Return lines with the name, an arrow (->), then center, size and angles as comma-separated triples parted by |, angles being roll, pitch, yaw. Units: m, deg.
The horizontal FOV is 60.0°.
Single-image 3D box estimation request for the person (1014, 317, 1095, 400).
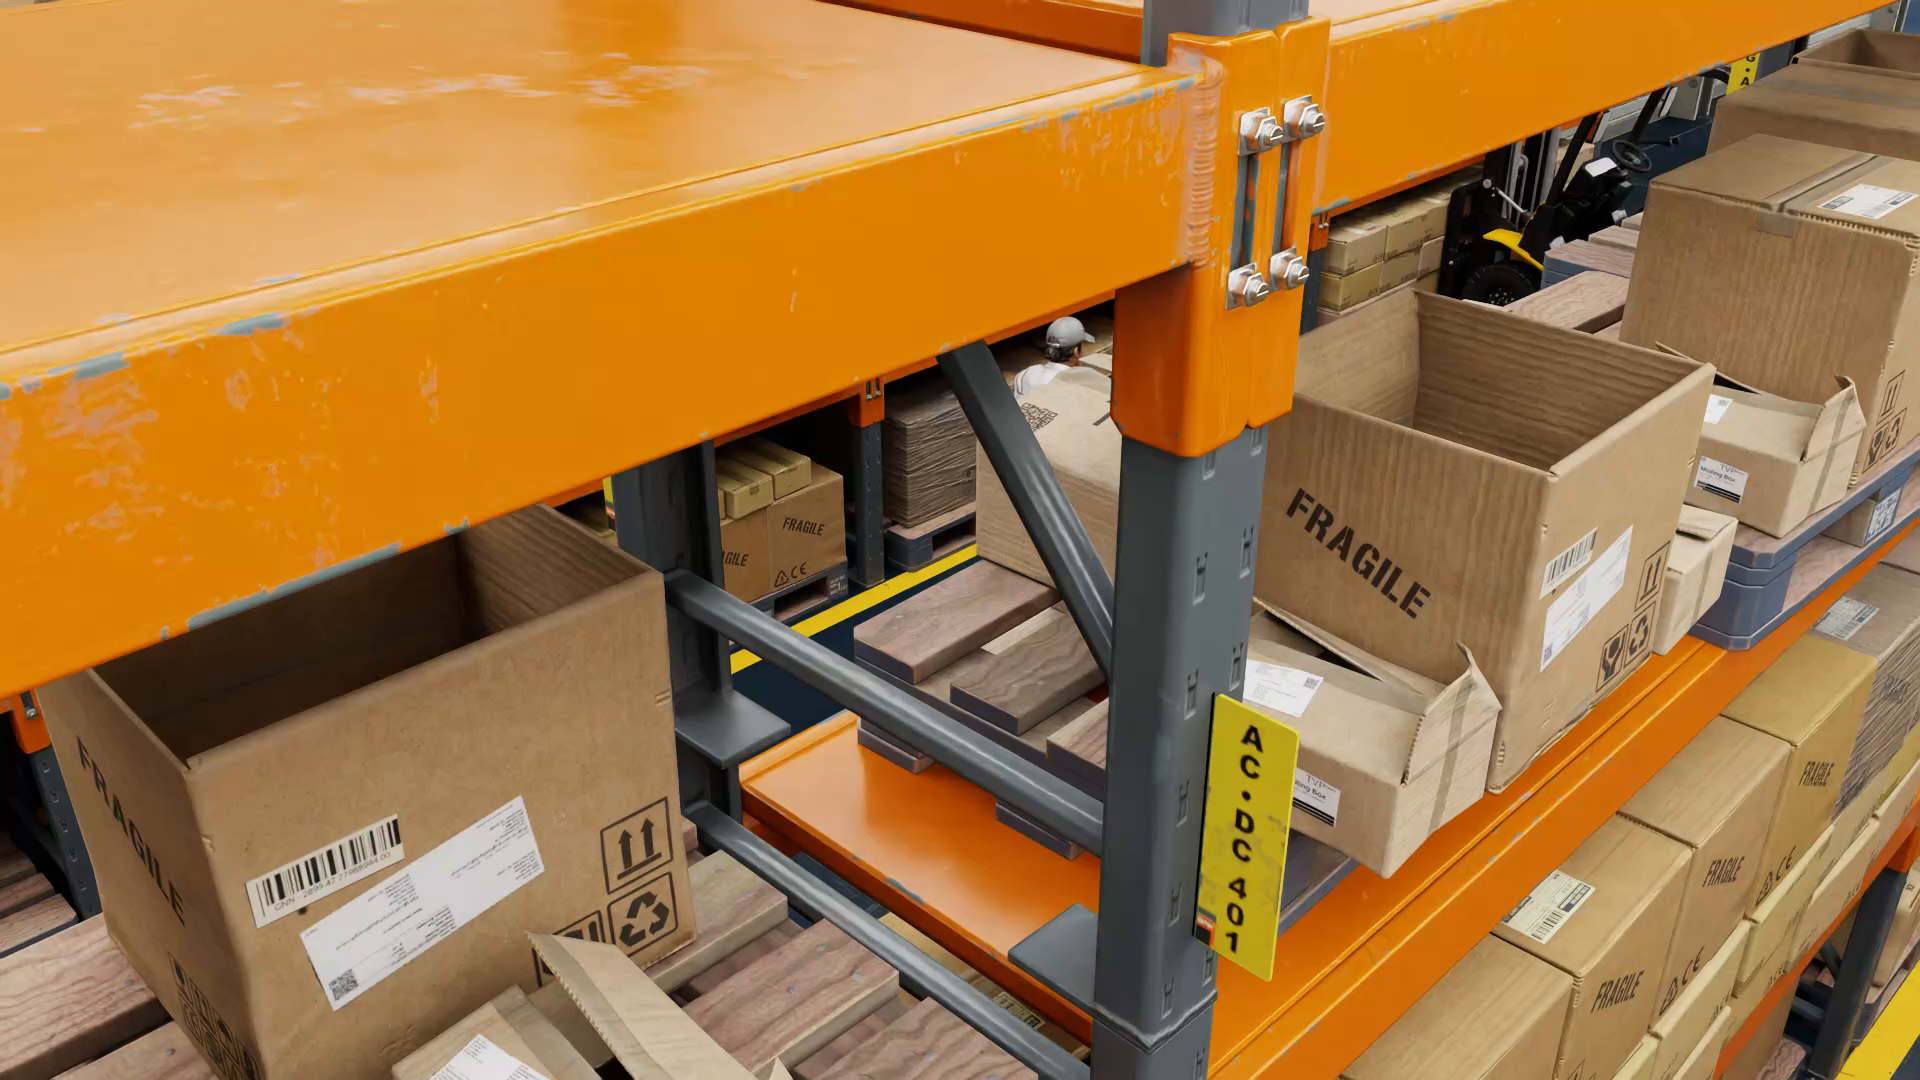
person -> 0.484, -0.276, 8.134 | 0.554, 1.666, 0.472 | 22, 35, 36
